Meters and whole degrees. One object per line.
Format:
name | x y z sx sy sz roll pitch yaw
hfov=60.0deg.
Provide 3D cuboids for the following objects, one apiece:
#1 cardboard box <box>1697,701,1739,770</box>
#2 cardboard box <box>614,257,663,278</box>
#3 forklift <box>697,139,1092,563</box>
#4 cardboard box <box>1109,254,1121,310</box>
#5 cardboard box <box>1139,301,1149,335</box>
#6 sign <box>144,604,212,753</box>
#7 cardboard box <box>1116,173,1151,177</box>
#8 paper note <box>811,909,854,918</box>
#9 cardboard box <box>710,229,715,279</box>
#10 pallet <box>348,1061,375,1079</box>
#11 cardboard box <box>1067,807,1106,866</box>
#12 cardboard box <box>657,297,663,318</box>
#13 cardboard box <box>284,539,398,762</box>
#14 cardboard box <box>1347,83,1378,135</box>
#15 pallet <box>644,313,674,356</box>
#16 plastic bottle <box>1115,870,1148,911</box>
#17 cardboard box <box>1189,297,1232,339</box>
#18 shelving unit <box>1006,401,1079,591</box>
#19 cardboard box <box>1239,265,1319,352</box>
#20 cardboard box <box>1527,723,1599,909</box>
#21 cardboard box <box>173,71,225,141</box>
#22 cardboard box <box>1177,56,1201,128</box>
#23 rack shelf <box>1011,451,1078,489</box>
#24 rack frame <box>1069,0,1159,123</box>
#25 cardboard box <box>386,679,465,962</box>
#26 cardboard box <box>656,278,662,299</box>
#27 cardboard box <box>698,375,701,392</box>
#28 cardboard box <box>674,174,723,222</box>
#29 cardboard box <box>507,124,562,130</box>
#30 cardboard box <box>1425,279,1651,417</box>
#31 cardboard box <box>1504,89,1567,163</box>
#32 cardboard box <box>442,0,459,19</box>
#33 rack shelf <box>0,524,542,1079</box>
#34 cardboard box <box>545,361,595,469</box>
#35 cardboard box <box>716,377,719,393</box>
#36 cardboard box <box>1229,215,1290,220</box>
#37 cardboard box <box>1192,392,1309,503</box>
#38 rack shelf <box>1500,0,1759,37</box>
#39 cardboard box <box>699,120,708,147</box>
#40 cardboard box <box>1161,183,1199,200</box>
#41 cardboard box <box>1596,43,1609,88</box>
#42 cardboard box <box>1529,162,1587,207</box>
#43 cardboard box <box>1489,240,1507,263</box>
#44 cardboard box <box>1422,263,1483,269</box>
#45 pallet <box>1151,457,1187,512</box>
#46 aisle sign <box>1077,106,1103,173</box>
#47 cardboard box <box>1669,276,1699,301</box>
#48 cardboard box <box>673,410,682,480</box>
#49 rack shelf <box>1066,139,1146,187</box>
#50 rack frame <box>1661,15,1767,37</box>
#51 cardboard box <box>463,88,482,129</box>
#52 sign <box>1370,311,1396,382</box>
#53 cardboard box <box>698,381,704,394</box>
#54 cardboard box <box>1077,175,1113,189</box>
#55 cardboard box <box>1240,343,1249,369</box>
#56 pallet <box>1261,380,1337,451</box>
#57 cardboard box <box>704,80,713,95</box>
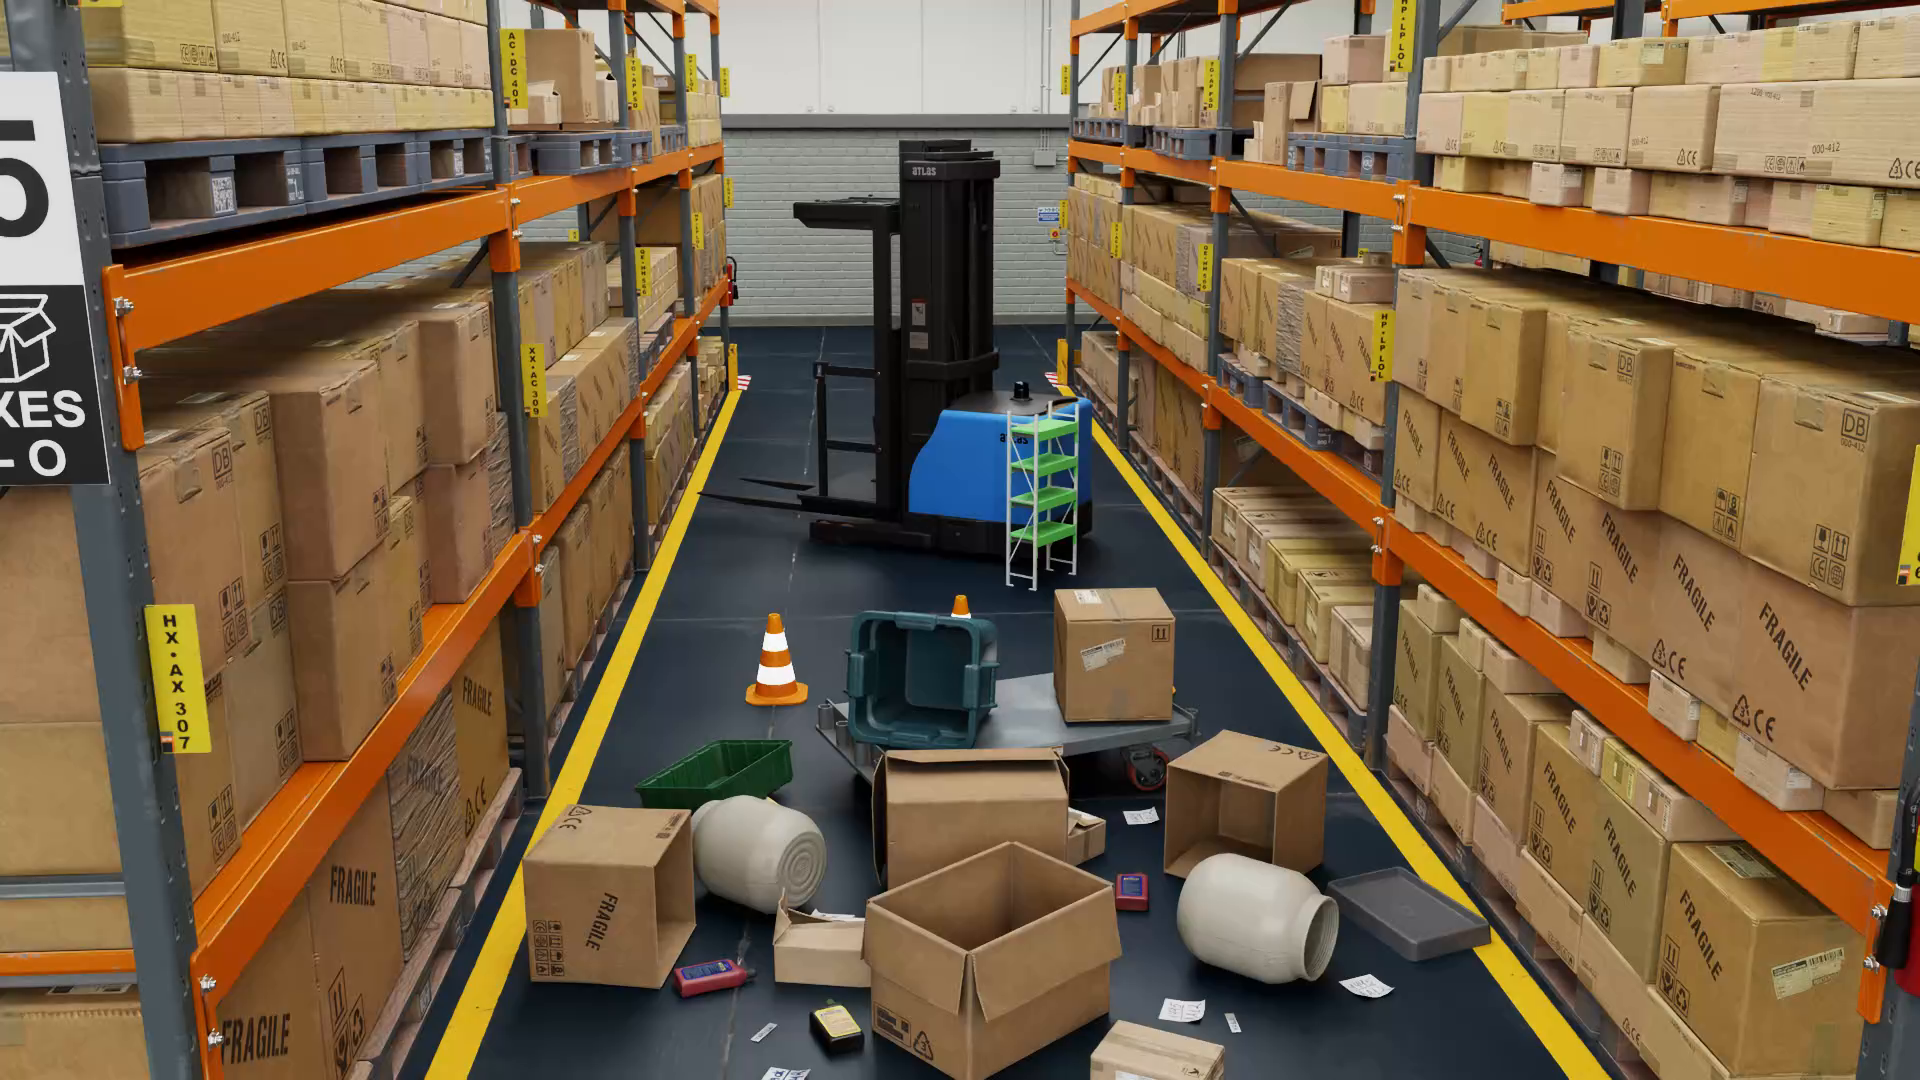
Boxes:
cardboard box | 2.389 0.562 4.828 0.380 0.149 0.250 -1 14 -4
cardboard box | -2.652 -2.243 13.693 0.380 0.149 0.250 -1 14 -5
forklift | -0.563 -1.486 12.420 3.031 2.935 1.130 7 16 25
cardboard box | 1.719 -2.489 15.981 0.500 0.500 0.500 -1 14 -3
cardboard box | 1.816 -1.887 14.141 0.500 0.250 0.500 -1 14 -4
sign | -1.634 0.292 3.476 0.100 0.325 0.005 -1 14 -3
cardboard box | 1.977 -4.085 18.874 0.380 0.149 0.250 -1 14 -3
paper note | -0.525 1.513 6.601 0.172 0.023 0.155 4 15 16
cardboard box | -2.806 -2.929 17.093 0.500 0.500 0.500 0 14 -1
pallet | -2.316 1.909 4.682 1.003 0.211 1.213 -1 14 -3
cardboard box | 0.407 1.220 7.252 0.258 0.266 0.396 -13 20 -42
cardboard box | -2.625 -1.890 13.513 0.380 0.149 0.250 0 14 -1
cardboard box | -2.221 0.315 4.983 0.875 0.550 0.550 -1 14 -3
cardboard box | 2.291 -2.192 8.465 0.500 0.250 0.500 -1 14 -3
pallet | -2.847 -1.632 13.234 1.003 0.211 1.213 -1 14 -3
plastic bottle | 0.707 1.433 6.834 0.133 0.061 0.283 2 15 6
cardboard box | 1.967 -1.621 12.103 0.500 0.250 0.500 -1 14 -4
shelving unit | 0.562 -0.306 11.309 0.258 1.200 0.503 11 18 36
cardboard box | 2.087 -1.486 10.640 0.500 0.500 0.500 0 14 -1
cardboard box | 2.376 0.969 5.909 0.500 0.500 0.500 -1 14 -5
cardboard box | -1.906 -0.980 3.756 0.380 0.149 0.250 -1 14 -3
cardboard box | 2.000 -3.282 12.201 0.700 0.500 0.500 -2 15 -6
rack shelf | 0.562 -0.477 11.265 0.258 0.148 0.480 11 18 36
rack frame | 1.755 -6.230 18.679 1.000 3.000 0.127 -1 14 -3
cardboard box | -2.407 0.969 6.162 0.875 0.875 0.875 -1 14 -3
cardboard box | -2.624 -2.030 13.461 0.380 0.149 0.250 -1 14 -3
cardboard box | -2.704 -1.497 16.009 0.380 0.149 0.250 0 14 -1
cardboard box | -2.903 -3.789 18.430 0.500 0.500 0.500 -1 14 -5
cardboard box | -2.973 -2.872 11.450 0.500 0.500 0.500 -1 14 -3
cardboard box | 2.319 -0.776 6.720 0.700 0.500 0.500 -1 14 -3
cardboard box | 2.312 -1.497 6.011 0.500 0.250 0.500 -1 14 -3
cardboard box | -2.064 -1.996 6.105 0.380 0.149 0.250 -1 14 -4
rack shelf | -2.312 0.608 5.589 1.077 0.370 4.000 -1 14 -3
cardboard box | -2.260 -0.672 8.916 0.500 0.500 0.500 -1 14 -4
cardboard box | -2.784 -1.665 17.855 0.380 0.149 0.250 -2 15 -6
cardboard box | 2.379 -2.371 13.516 0.500 0.500 0.500 -1 14 -3
cardboard box | 2.291 -0.682 12.579 0.875 0.875 0.875 -1 14 -4
rack shelf | 6.833 -5.460 17.137 1.077 0.370 4.000 -1 14 -3
cardboard box | -2.750 -3.981 16.262 0.500 0.250 0.500 0 14 -1
cardboard box | 2.152 -3.385 16.154 0.380 0.149 0.250 -1 14 -4
cardboard box | 2.371 -1.588 5.564 0.380 0.149 0.250 -1 14 -2
cardboard box | 2.265 -1.268 5.918 0.380 0.149 0.250 -1 14 -5
cardboard box | 6.468 -3.356 19.255 0.500 0.250 0.500 -1 14 -3
cardboard box | 2.652 -1.441 9.164 0.380 0.149 0.250 0 14 0
pallet | 2.204 -0.484 13.984 1.003 0.211 1.213 -1 14 -3
aisle sign | 1.461 -4.597 19.155 0.394 0.787 0.004 -1 14 -3
cardboard box | 6.796 -2.406 14.815 0.700 0.500 0.500 -1 14 -3
cardboard box | -2.575 -0.785 13.732 0.500 0.500 0.500 -1 14 -5
rack shelf | 1.879 -3.931 17.209 1.077 0.370 4.000 -1 14 -3
rack frame | 6.957 -5.312 15.114 1.000 3.000 0.127 -1 14 -3
cardboard box | -2.078 -1.673 6.449 0.380 0.149 0.250 -1 14 -3
sign | 1.945 -0.891 7.646 0.100 0.325 0.005 -1 14 -3
cardboard box | -2.798 -1.547 16.802 0.380 0.149 0.250 0 14 -1
cardboard box | 1.490 -3.948 18.342 0.380 0.149 0.250 0 14 -2
cardboard box | 2.040 -1.193 10.805 0.380 0.149 0.250 -2 15 -7
pallet | 2.414 -0.750 9.807 1.003 0.211 1.213 -1 14 -3
cardboard box | -2.807 -4.769 17.520 0.380 0.149 0.250 -1 14 -3
